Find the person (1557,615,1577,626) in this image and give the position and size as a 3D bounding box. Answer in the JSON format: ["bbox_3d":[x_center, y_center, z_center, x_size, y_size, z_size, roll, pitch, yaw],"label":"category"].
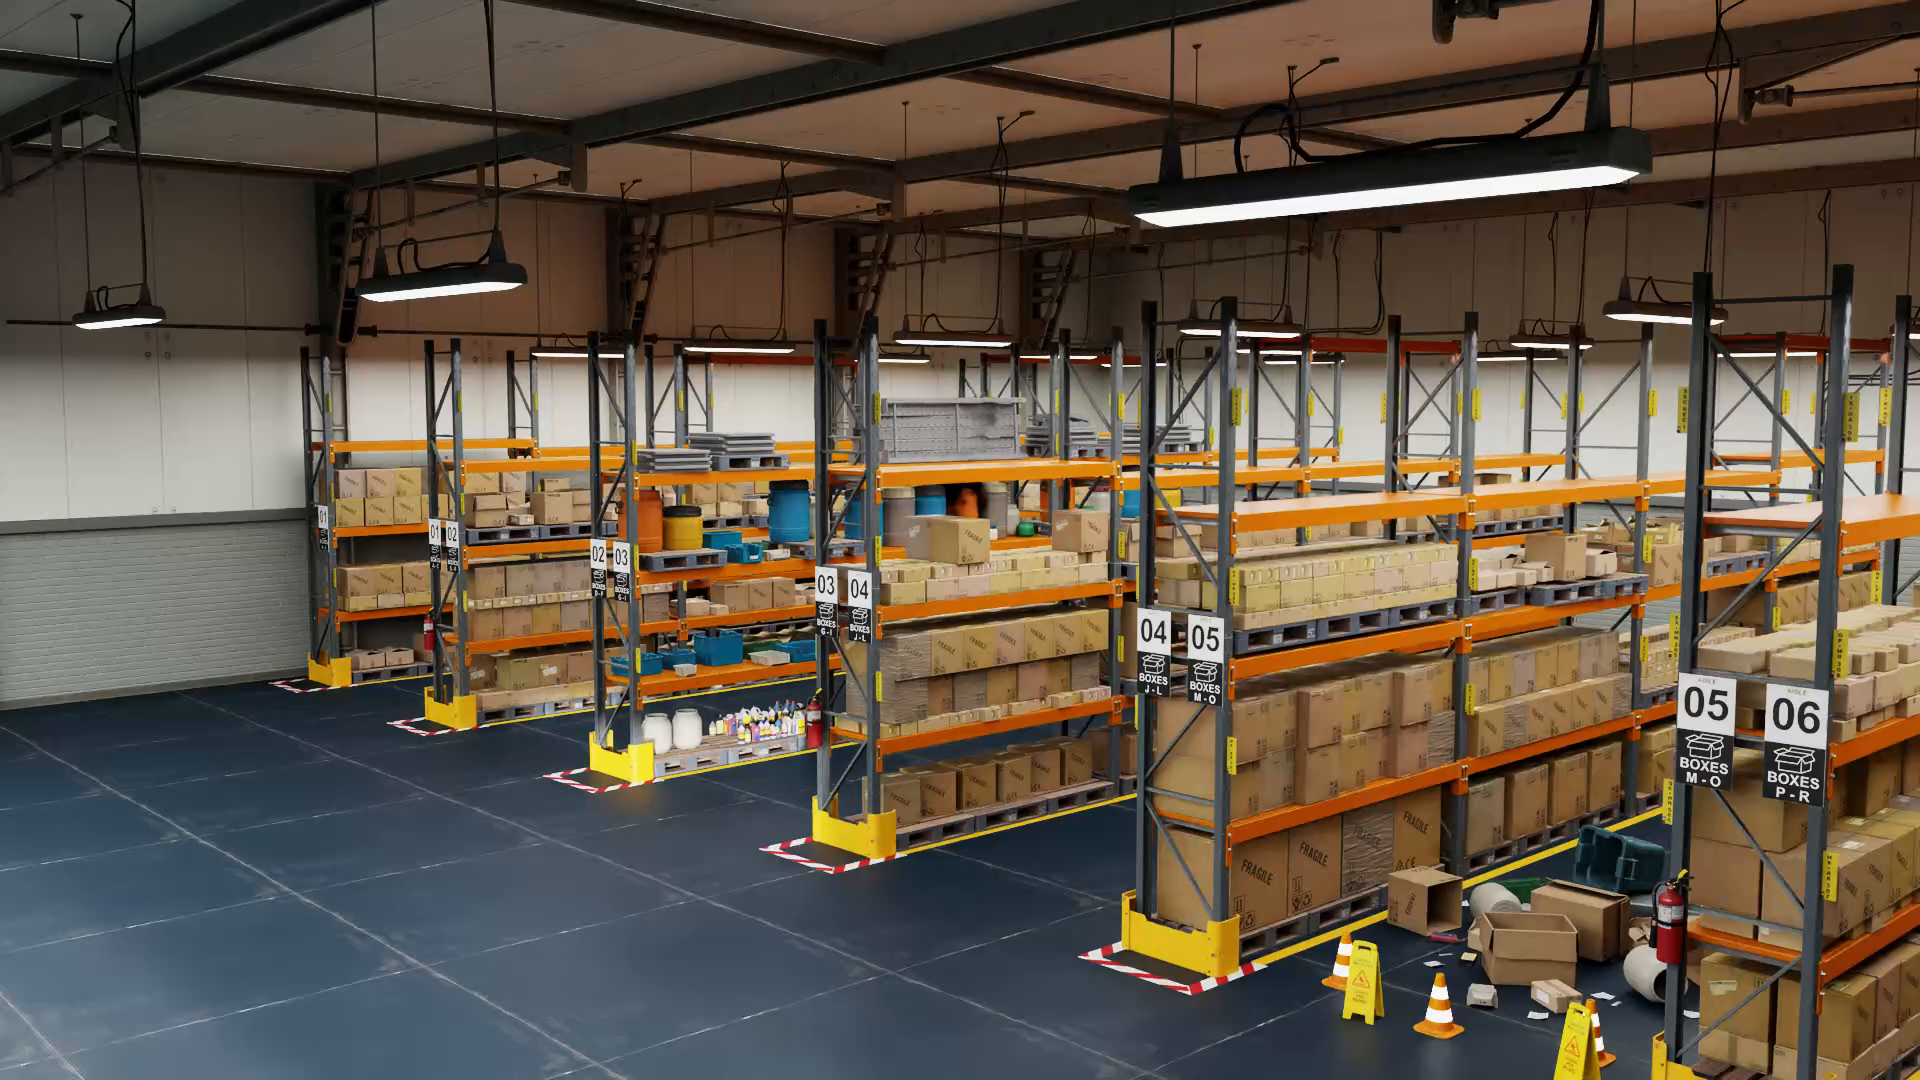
[{"bbox_3d":[11.291,1.574,30.932,0.644,1.845,0.765,-2,6,-26],"label":"person"}]
